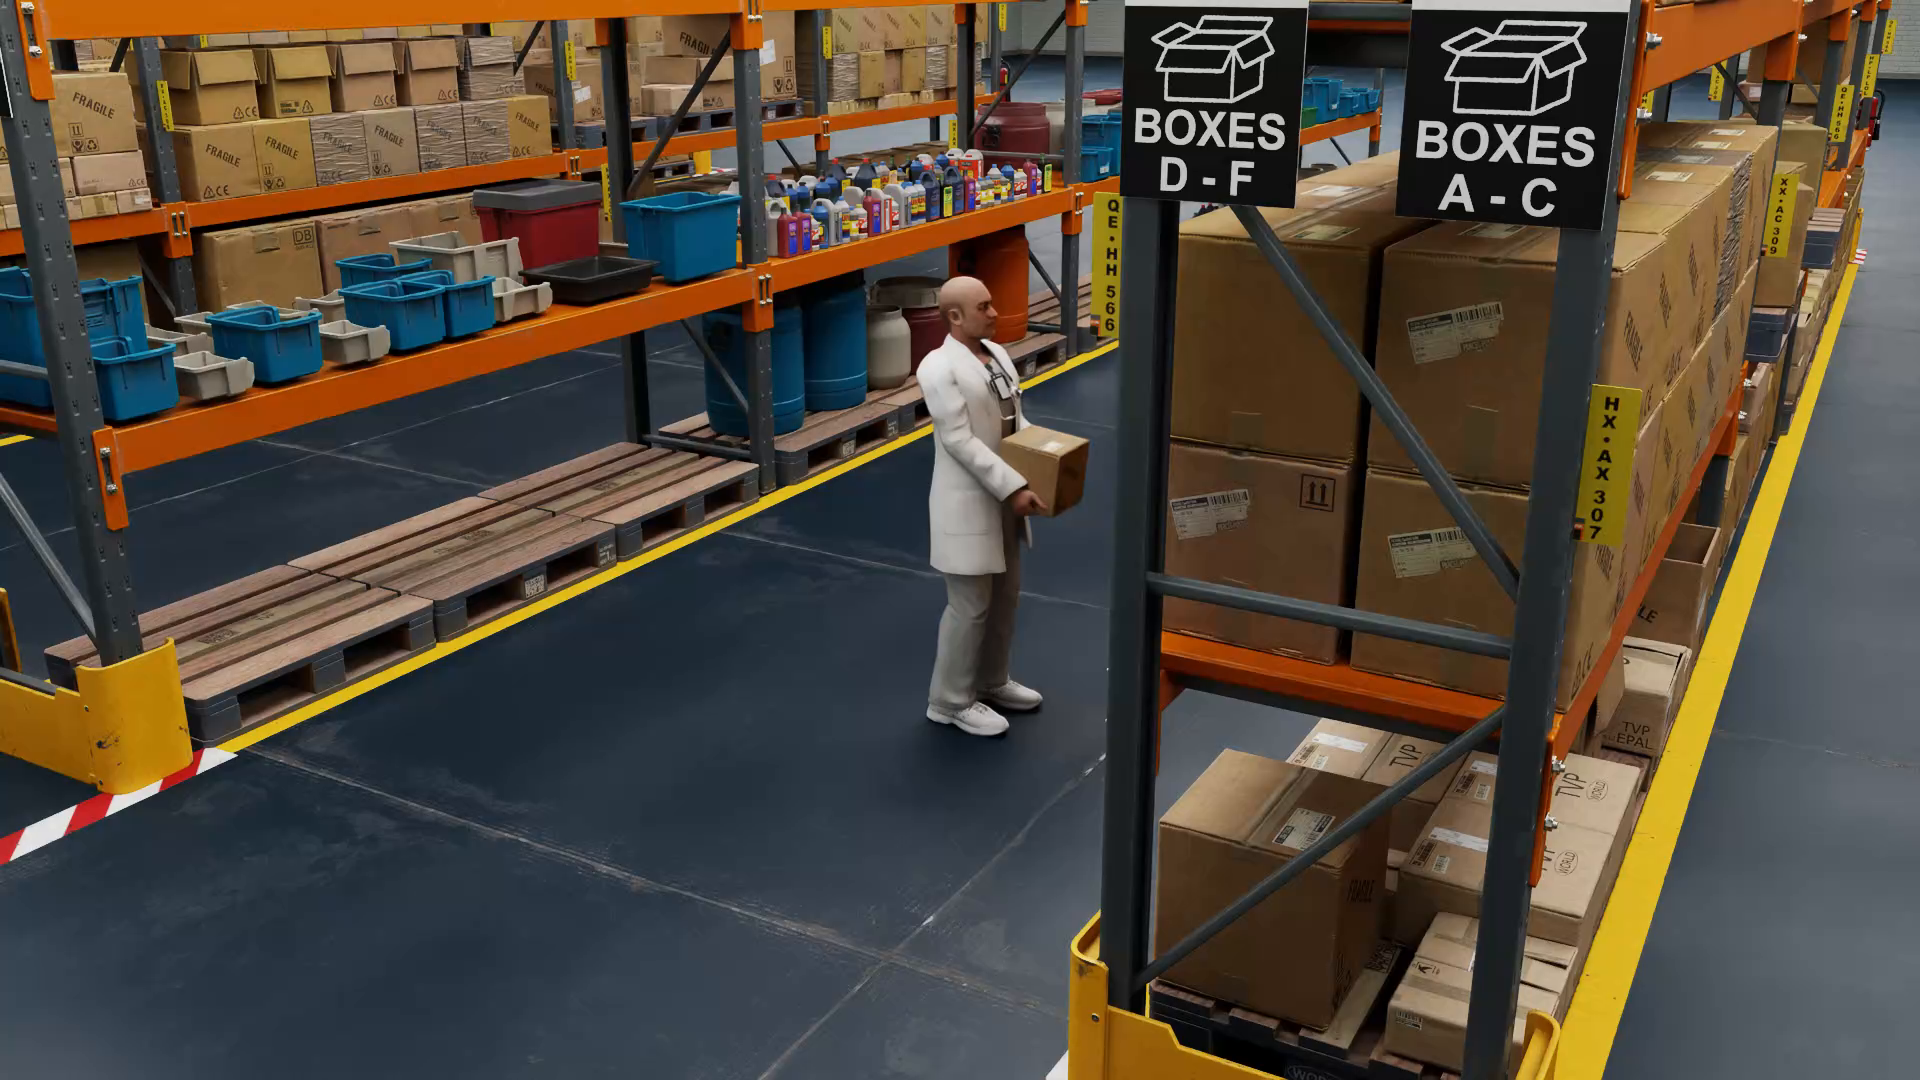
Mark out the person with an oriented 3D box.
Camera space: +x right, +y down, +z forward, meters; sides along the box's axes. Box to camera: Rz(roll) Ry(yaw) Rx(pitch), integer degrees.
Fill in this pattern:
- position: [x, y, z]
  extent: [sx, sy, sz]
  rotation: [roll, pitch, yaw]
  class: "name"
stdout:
- position: [0.156, -0.122, 6.450]
  extent: [0.555, 1.770, 0.530]
  rotation: [11, 22, 28]
  class: "person"
